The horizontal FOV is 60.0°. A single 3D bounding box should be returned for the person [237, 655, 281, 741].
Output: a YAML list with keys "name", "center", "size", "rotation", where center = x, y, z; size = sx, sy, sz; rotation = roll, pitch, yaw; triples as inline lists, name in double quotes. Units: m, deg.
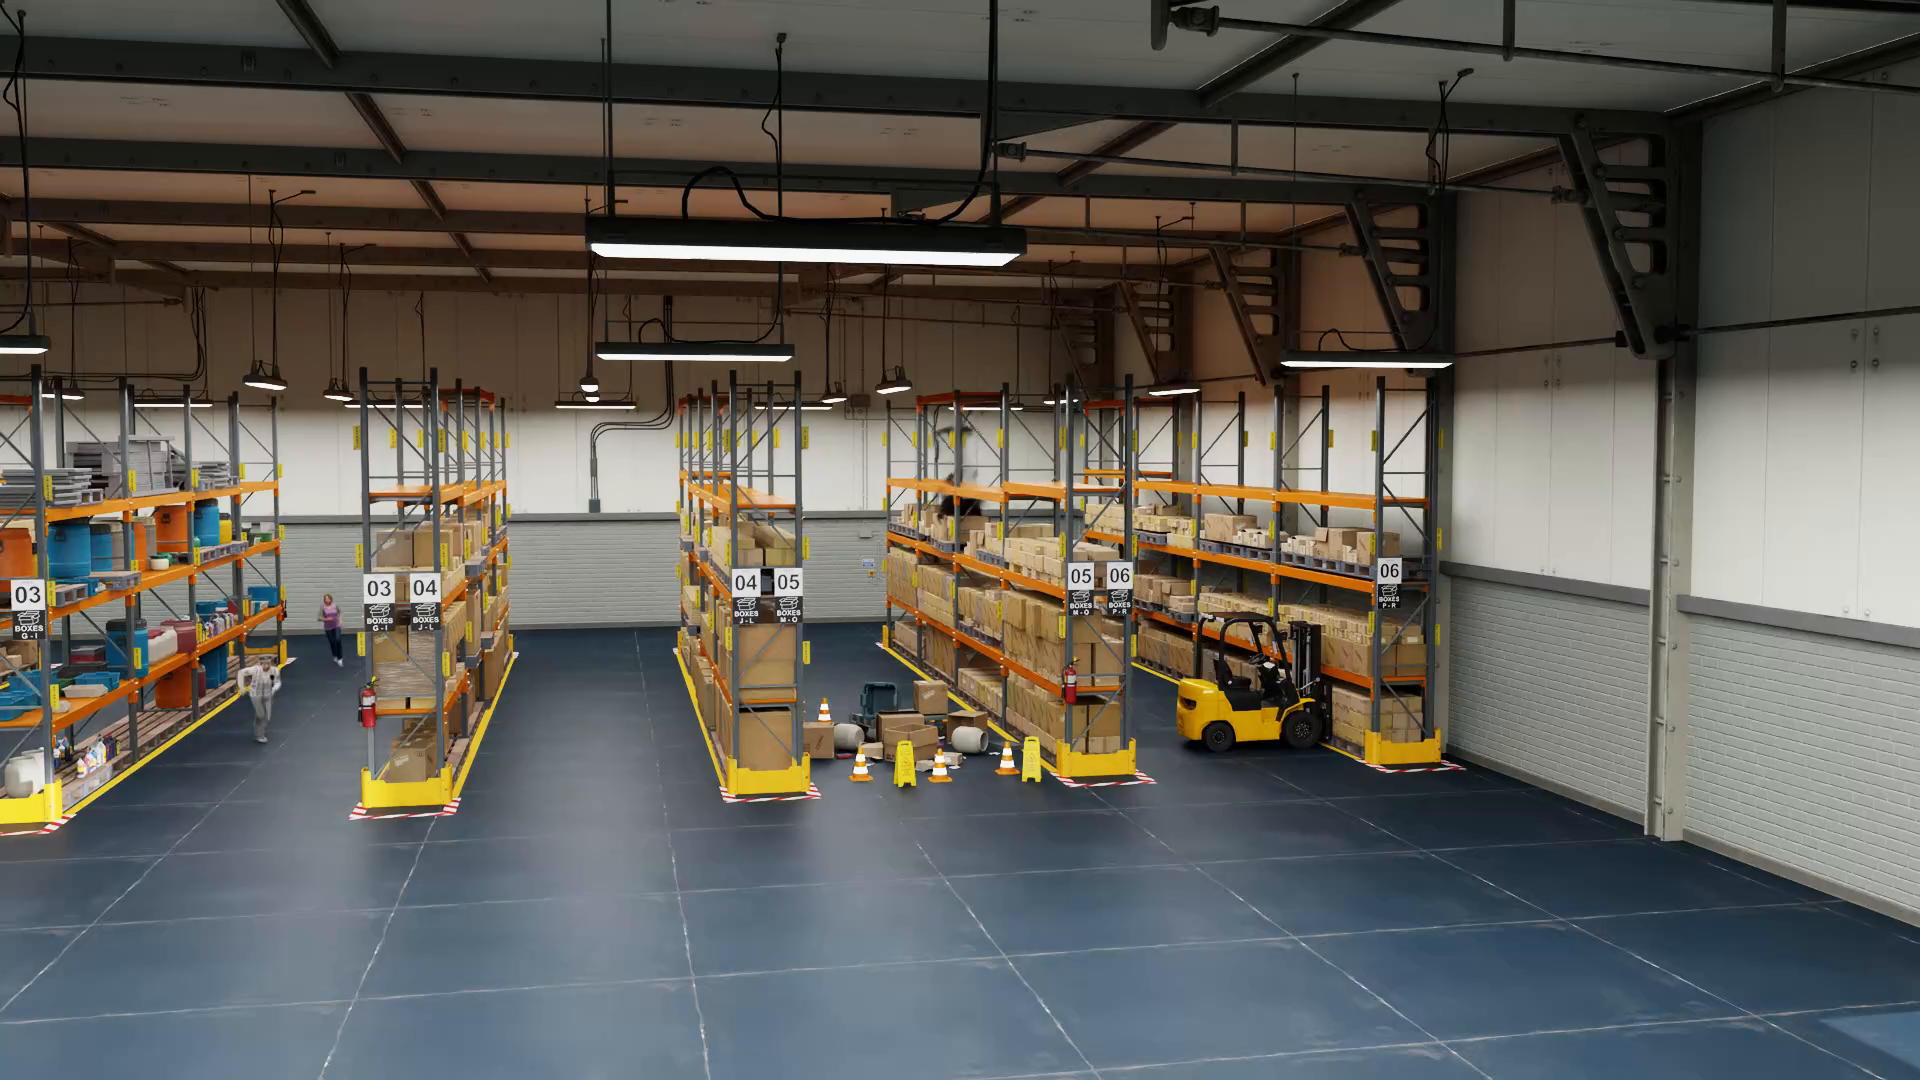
- name: "person"
  center: [-11.562, 2.622, 27.459]
  size: [0.645, 1.497, 0.822]
  rotation: [-3, 4, -38]

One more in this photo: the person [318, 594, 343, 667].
- name: "person"
  center: [-14.066, 2.000, 37.152]
  size: [0.532, 1.610, 0.769]
  rotation: [-1, 4, -23]

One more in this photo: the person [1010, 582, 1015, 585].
- name: "person"
  center: [1.279, 1.840, 38.992]
  size: [0.686, 1.704, 0.753]
  rotation: [-2, 4, -26]
